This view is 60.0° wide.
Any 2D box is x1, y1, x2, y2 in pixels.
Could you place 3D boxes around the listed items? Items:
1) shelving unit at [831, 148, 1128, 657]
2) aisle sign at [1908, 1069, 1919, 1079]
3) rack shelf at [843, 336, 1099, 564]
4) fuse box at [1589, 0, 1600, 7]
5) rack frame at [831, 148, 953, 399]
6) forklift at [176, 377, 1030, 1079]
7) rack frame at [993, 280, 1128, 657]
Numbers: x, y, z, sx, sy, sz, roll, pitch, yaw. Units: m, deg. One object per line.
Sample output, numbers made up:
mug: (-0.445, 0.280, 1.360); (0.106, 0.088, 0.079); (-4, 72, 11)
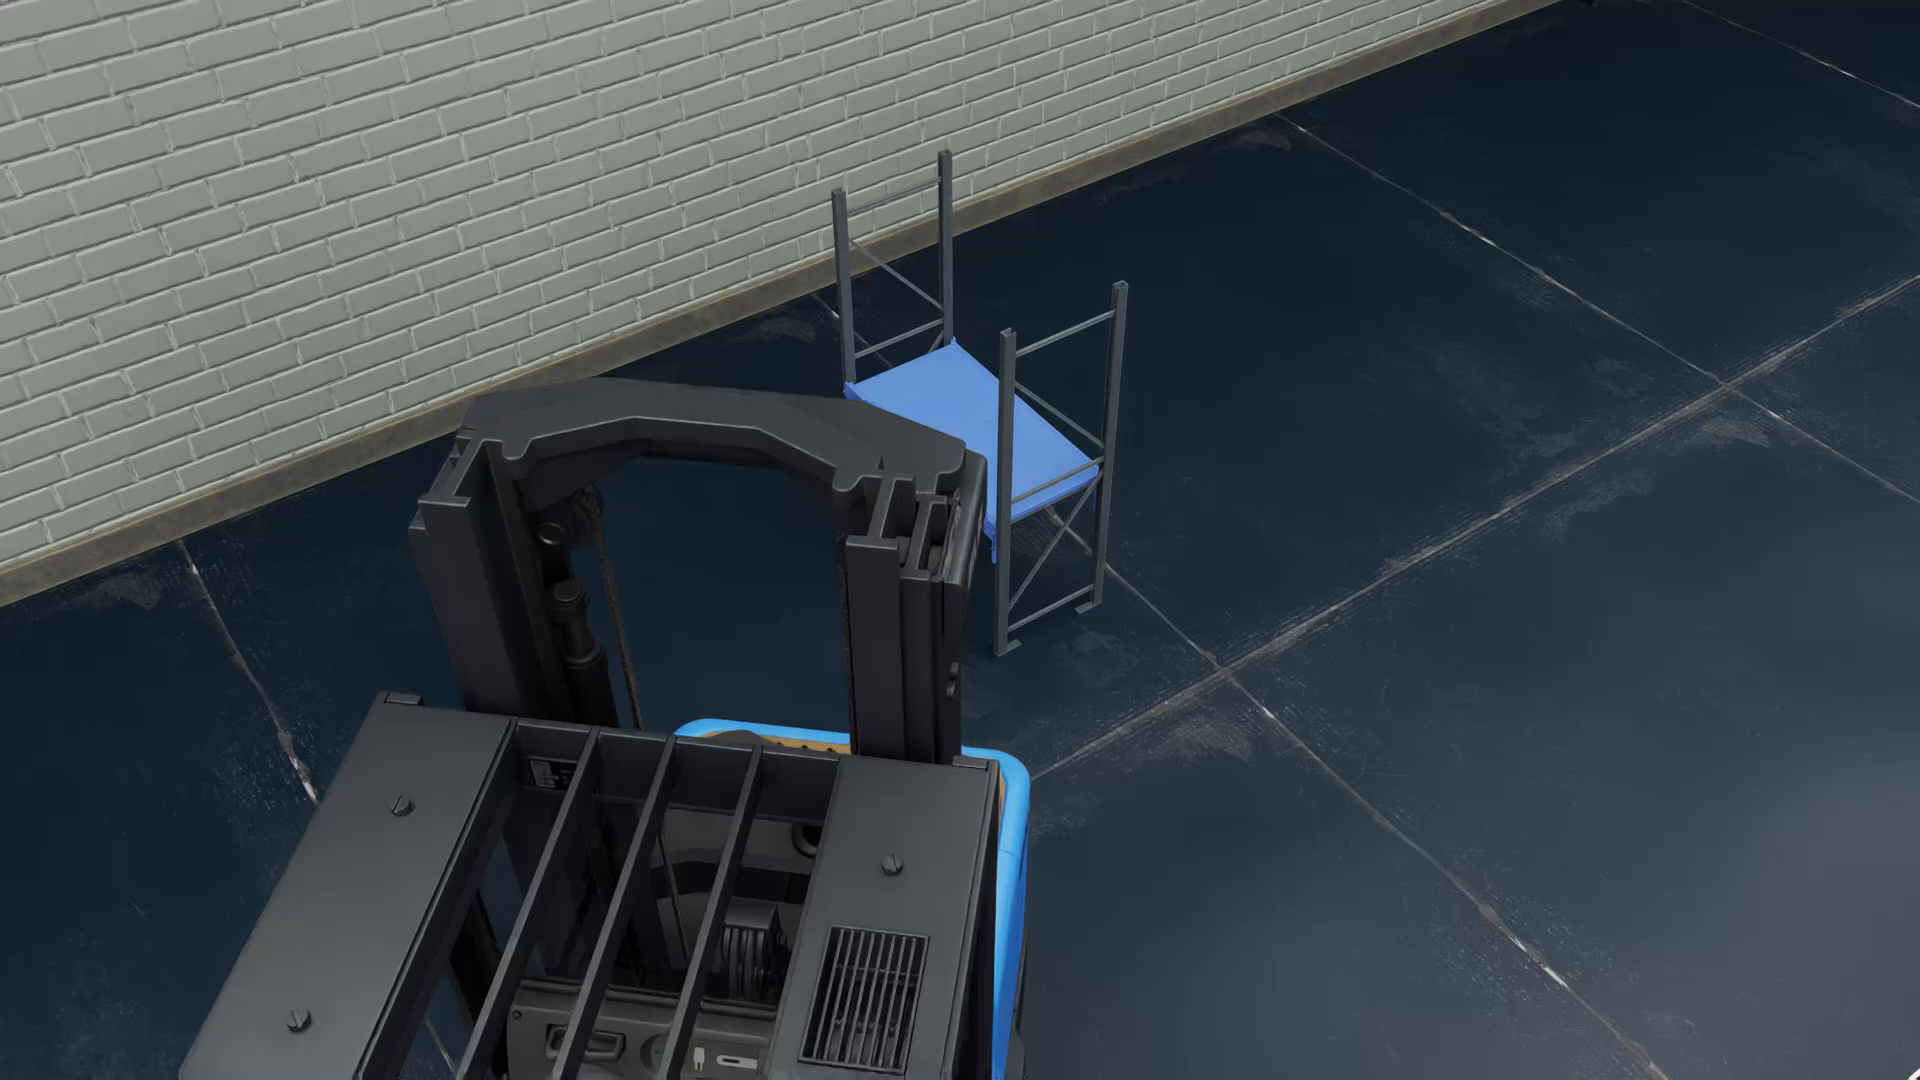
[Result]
shelving unit: (0.049, -0.494, 6.182); (0.538, 1.500, 1.048); (-26, 49, -24)
aisle sign: (1.068, 0.722, 1.939); (0.394, 0.787, 0.004); (-26, 49, -24)
rack shelf: (0.049, -0.364, 6.306); (0.538, 0.185, 1.000); (-26, 49, -24)
fuse box: (3.920, -3.893, 9.589); (0.539, 1.711, 0.414); (-26, 49, -24)
rack frame: (-0.242, -0.782, 6.483); (0.500, 1.500, 0.032); (-26, 49, -24)
forklift: (-0.513, 1.265, 3.303); (1.130, 2.935, 3.031); (6, 44, 6)
rack frame: (0.340, -0.206, 5.880); (0.500, 1.500, 0.032); (-26, 49, -24)
